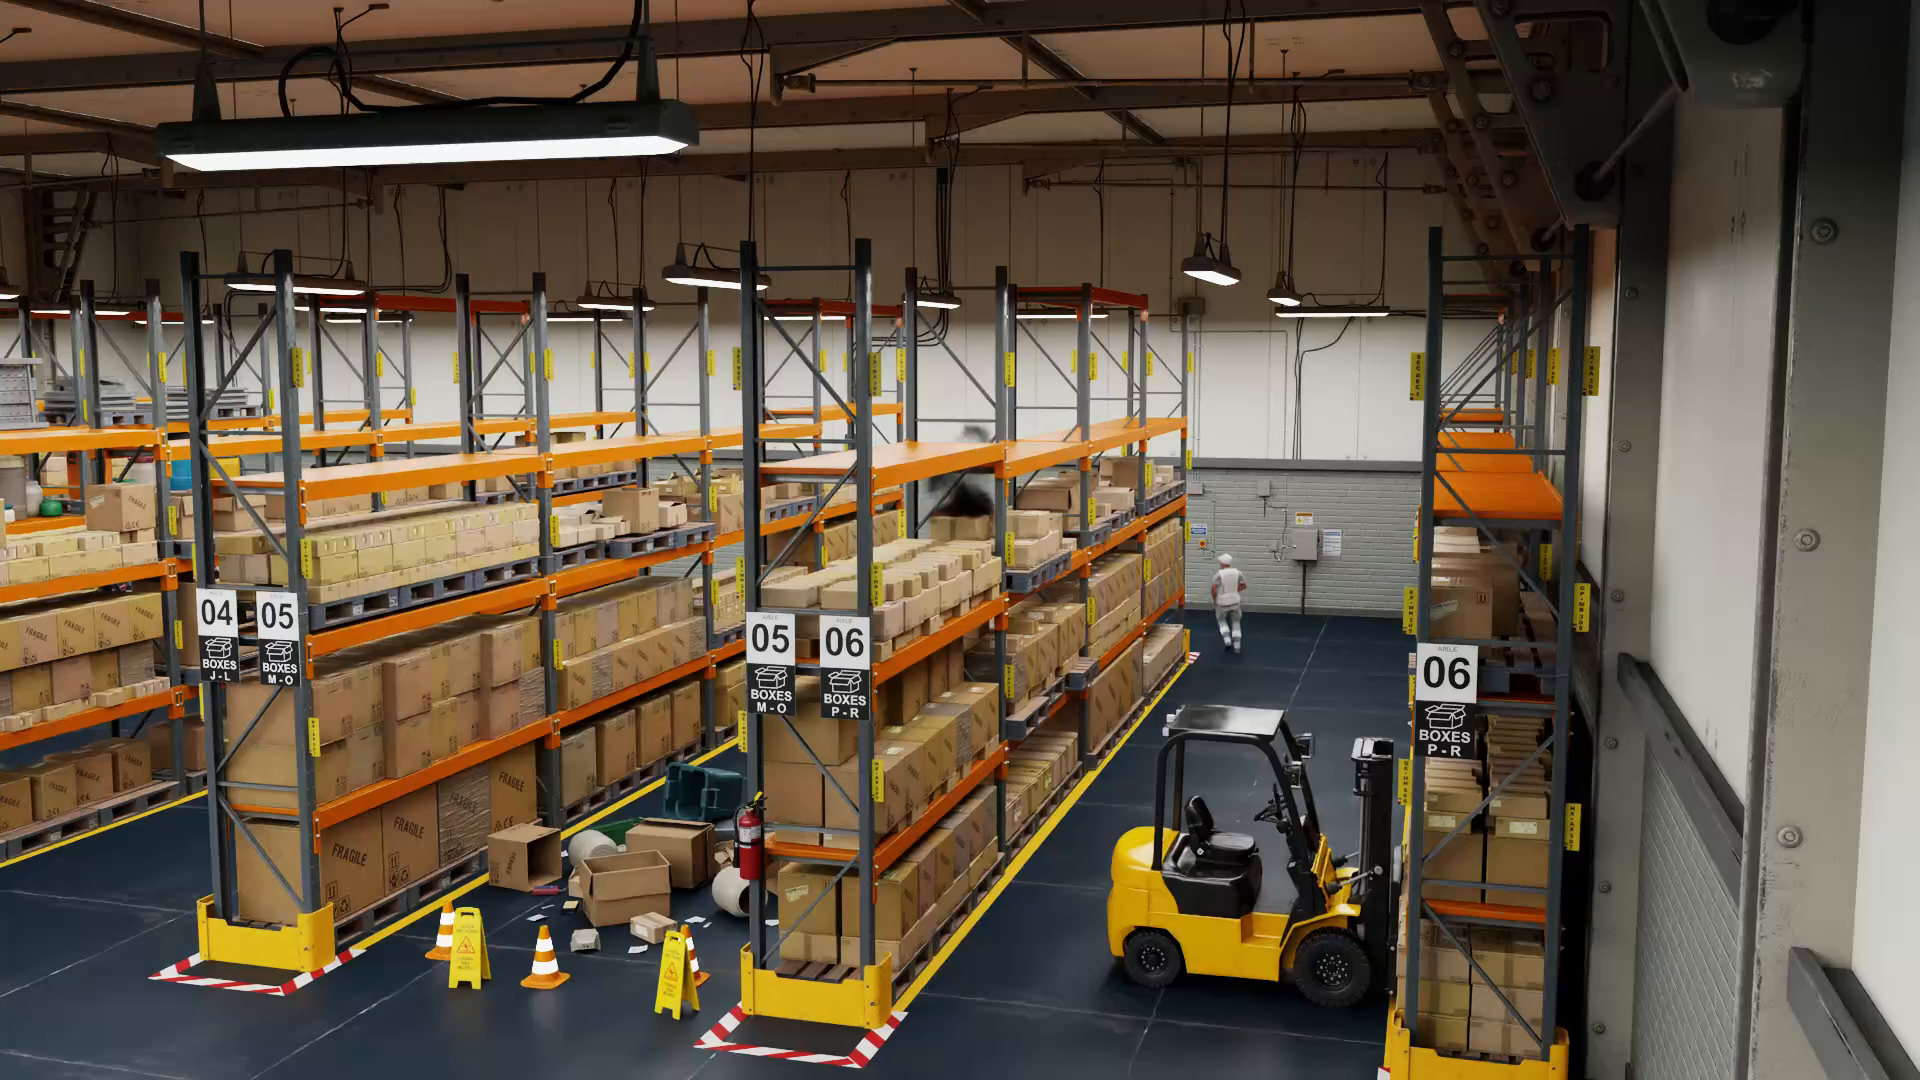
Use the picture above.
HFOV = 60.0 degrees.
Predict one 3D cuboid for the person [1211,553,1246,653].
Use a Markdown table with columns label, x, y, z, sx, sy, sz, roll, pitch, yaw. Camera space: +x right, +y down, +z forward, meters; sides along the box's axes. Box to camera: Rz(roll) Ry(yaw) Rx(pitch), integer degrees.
| label | x | y | z | sx | sy | sz | roll | pitch | yaw |
| --- | --- | --- | --- | --- | --- | --- | --- | --- | --- |
| person | 4.618 | 1.094 | 28.802 | 0.672 | 1.750 | 0.619 | 0 | 6 | -4 |
